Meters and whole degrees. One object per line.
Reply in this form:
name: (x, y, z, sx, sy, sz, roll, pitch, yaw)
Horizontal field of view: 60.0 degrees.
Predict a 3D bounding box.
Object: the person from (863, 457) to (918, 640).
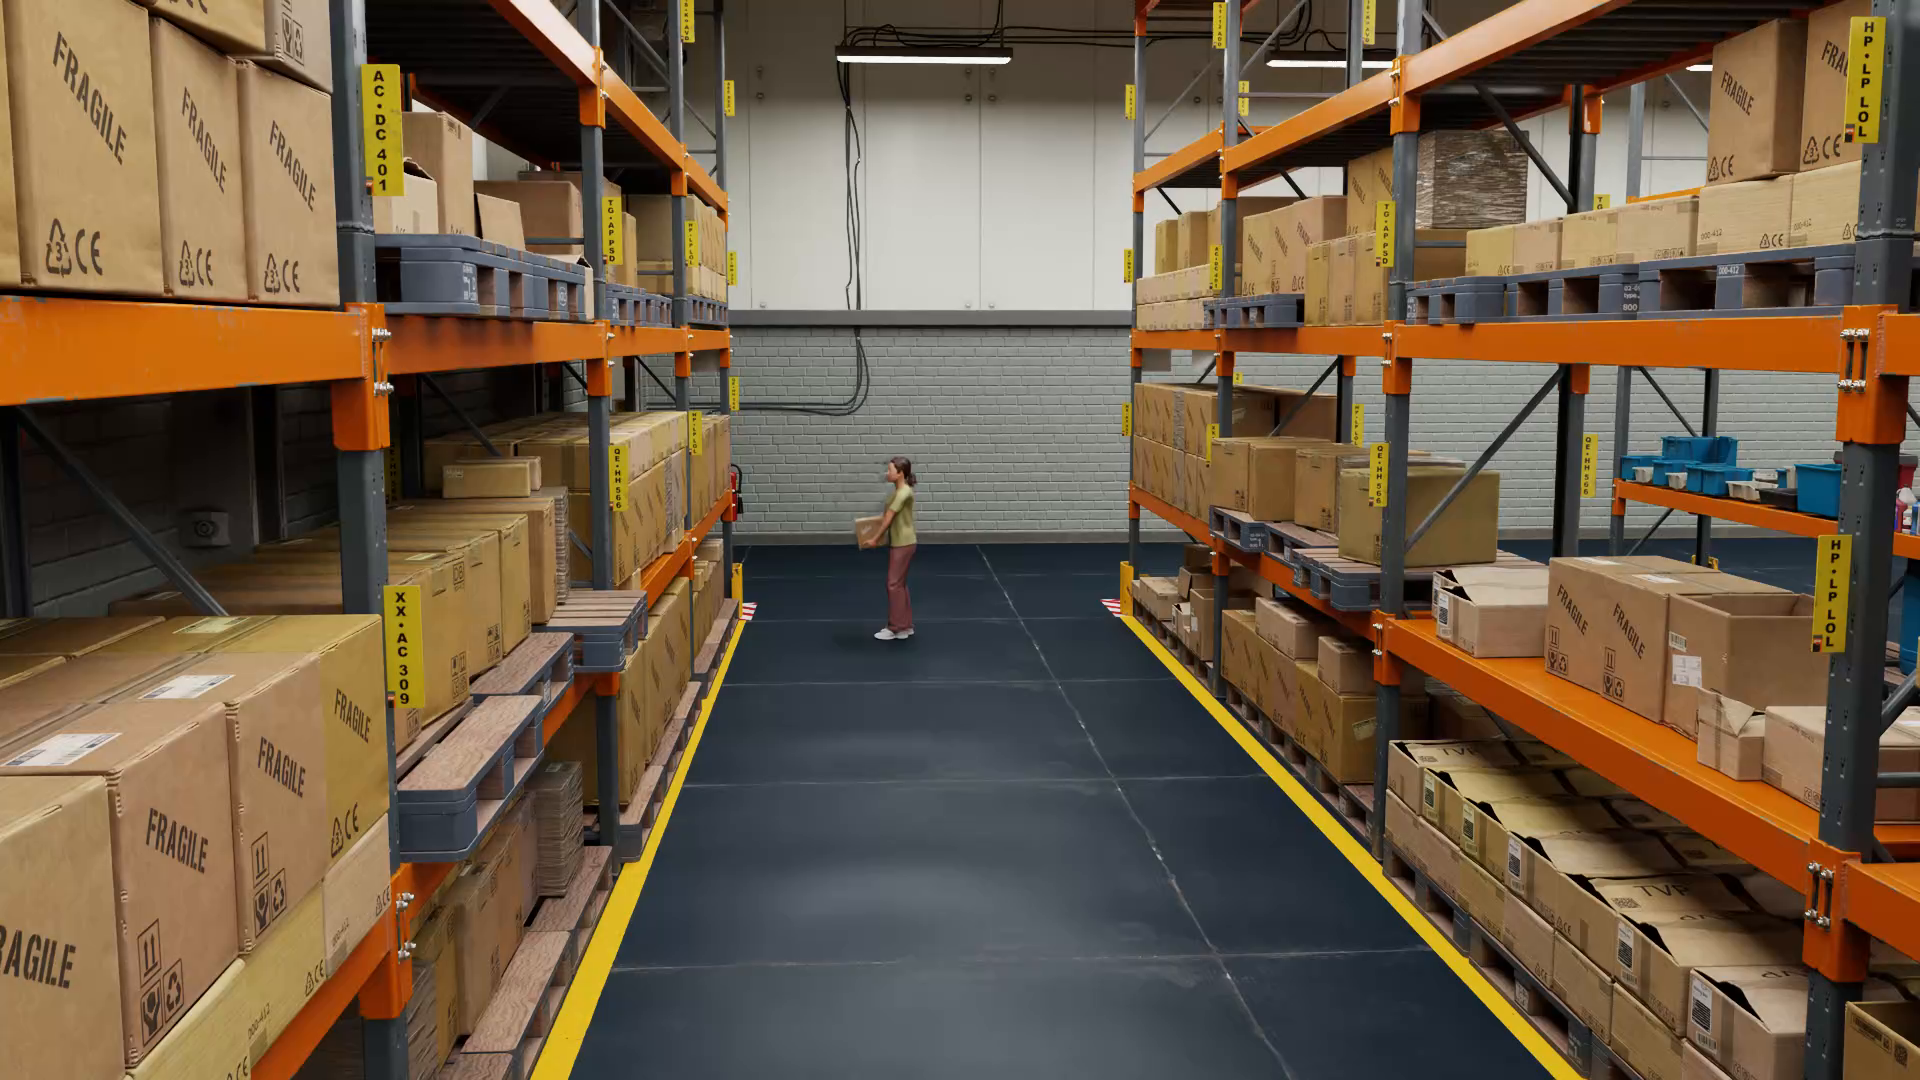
person: (-0.636, 0.196, 15.224, 0.514, 1.419, 0.406, -1, 7, -5)
